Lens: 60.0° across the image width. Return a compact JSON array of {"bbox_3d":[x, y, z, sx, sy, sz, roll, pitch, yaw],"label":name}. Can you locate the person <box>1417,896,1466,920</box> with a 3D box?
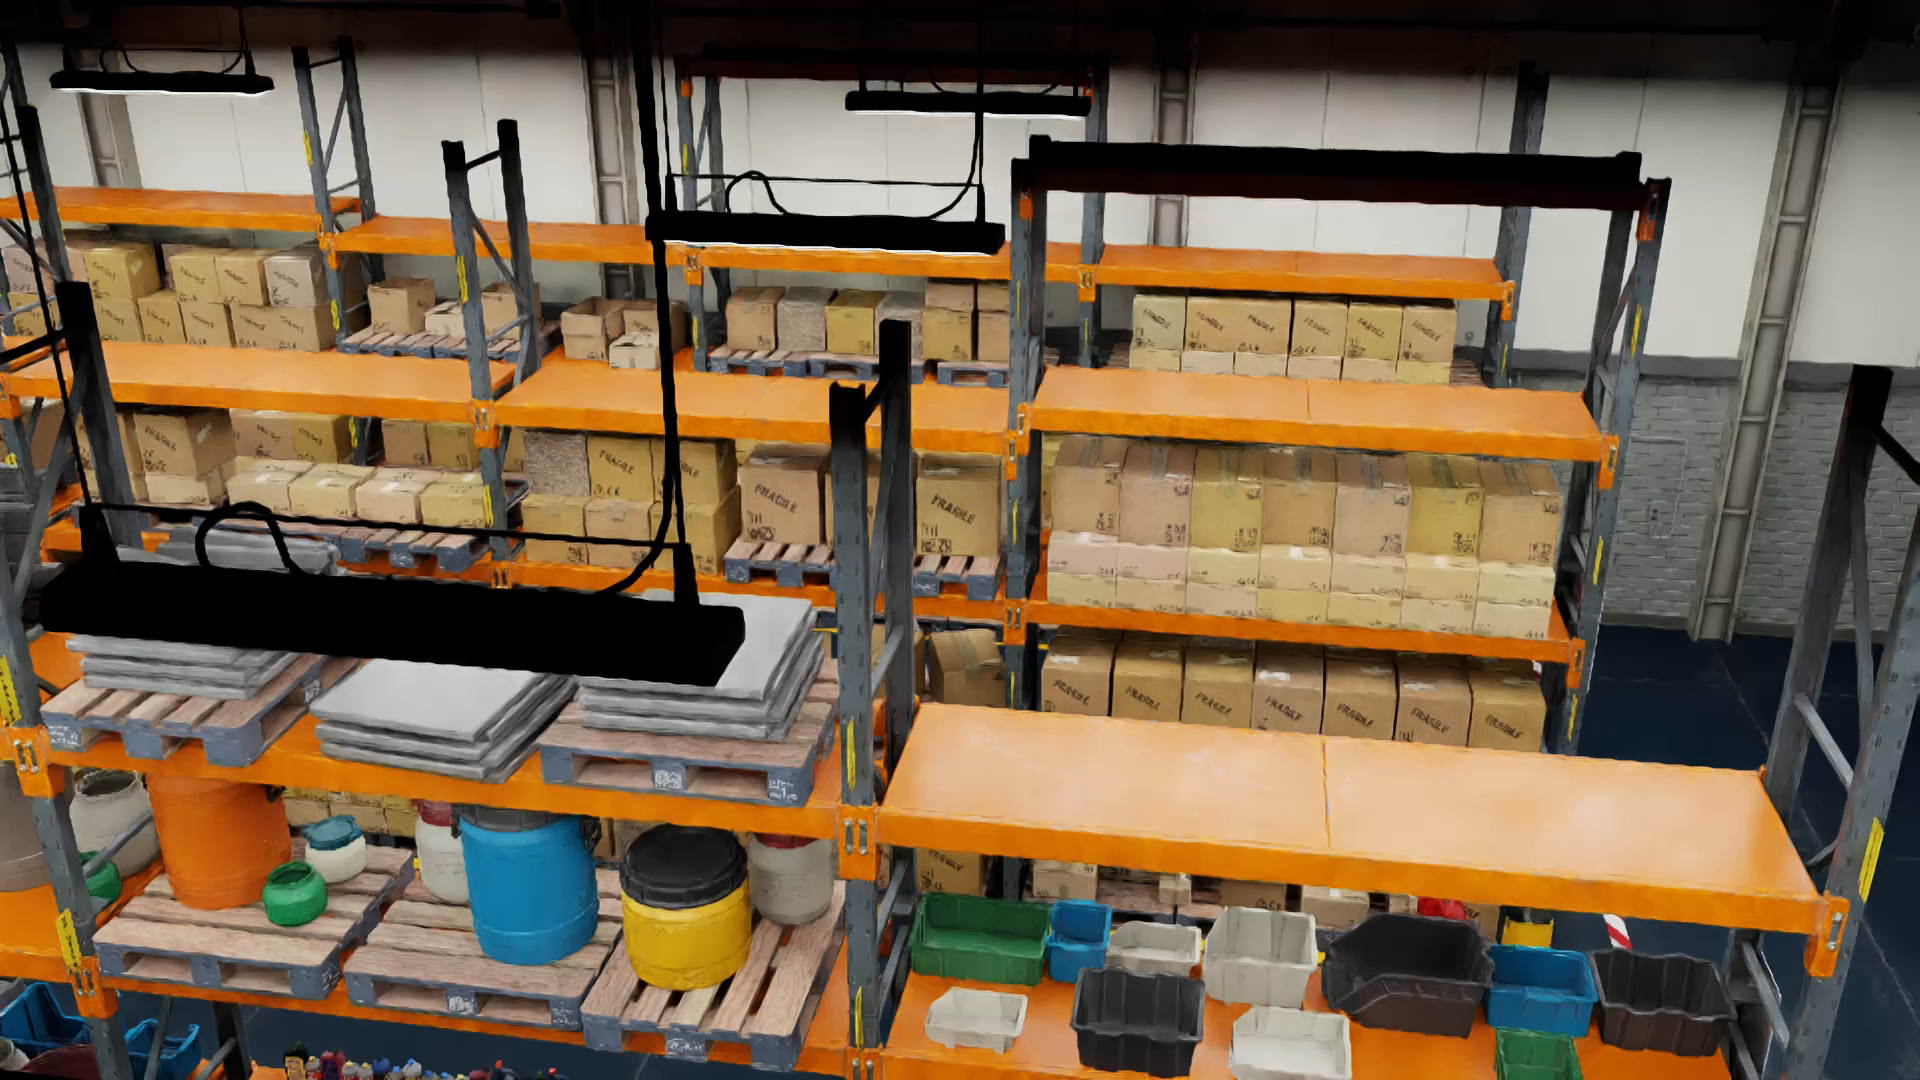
[{"bbox_3d":[3.342,2.920,11.476,0.535,1.583,0.682,3,23,7],"label":"person"}]

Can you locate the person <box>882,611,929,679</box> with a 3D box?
[{"bbox_3d":[-0.531,1.278,15.131,1.122,1.706,0.566,5,24,11],"label":"person"}]
